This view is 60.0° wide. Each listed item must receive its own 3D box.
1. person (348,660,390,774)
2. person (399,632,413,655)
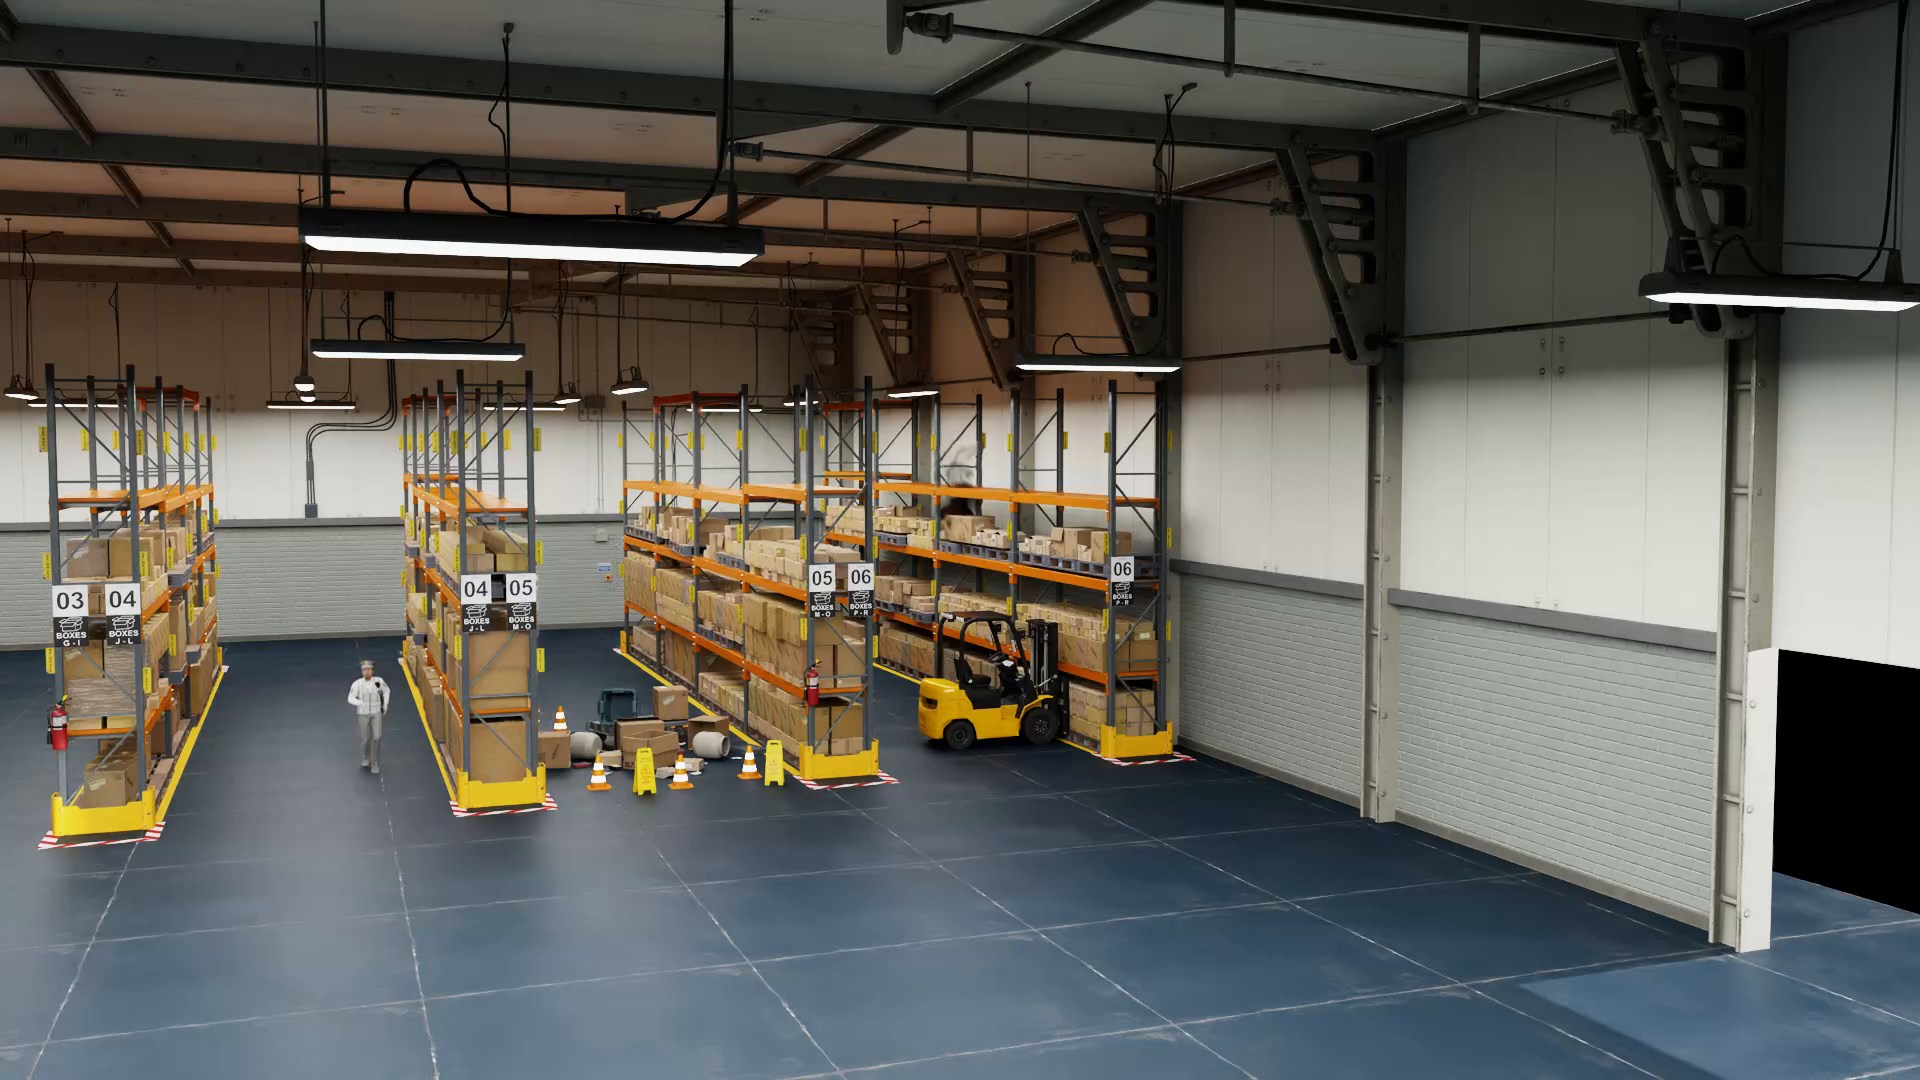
[{"bbox_3d":[-8.999,2.688,25.342,0.612,1.740,0.714,-1,4,-21],"label":"person"},{"bbox_3d":[-12.692,1.828,39.118,0.993,1.736,0.698,-2,4,-33],"label":"person"}]
